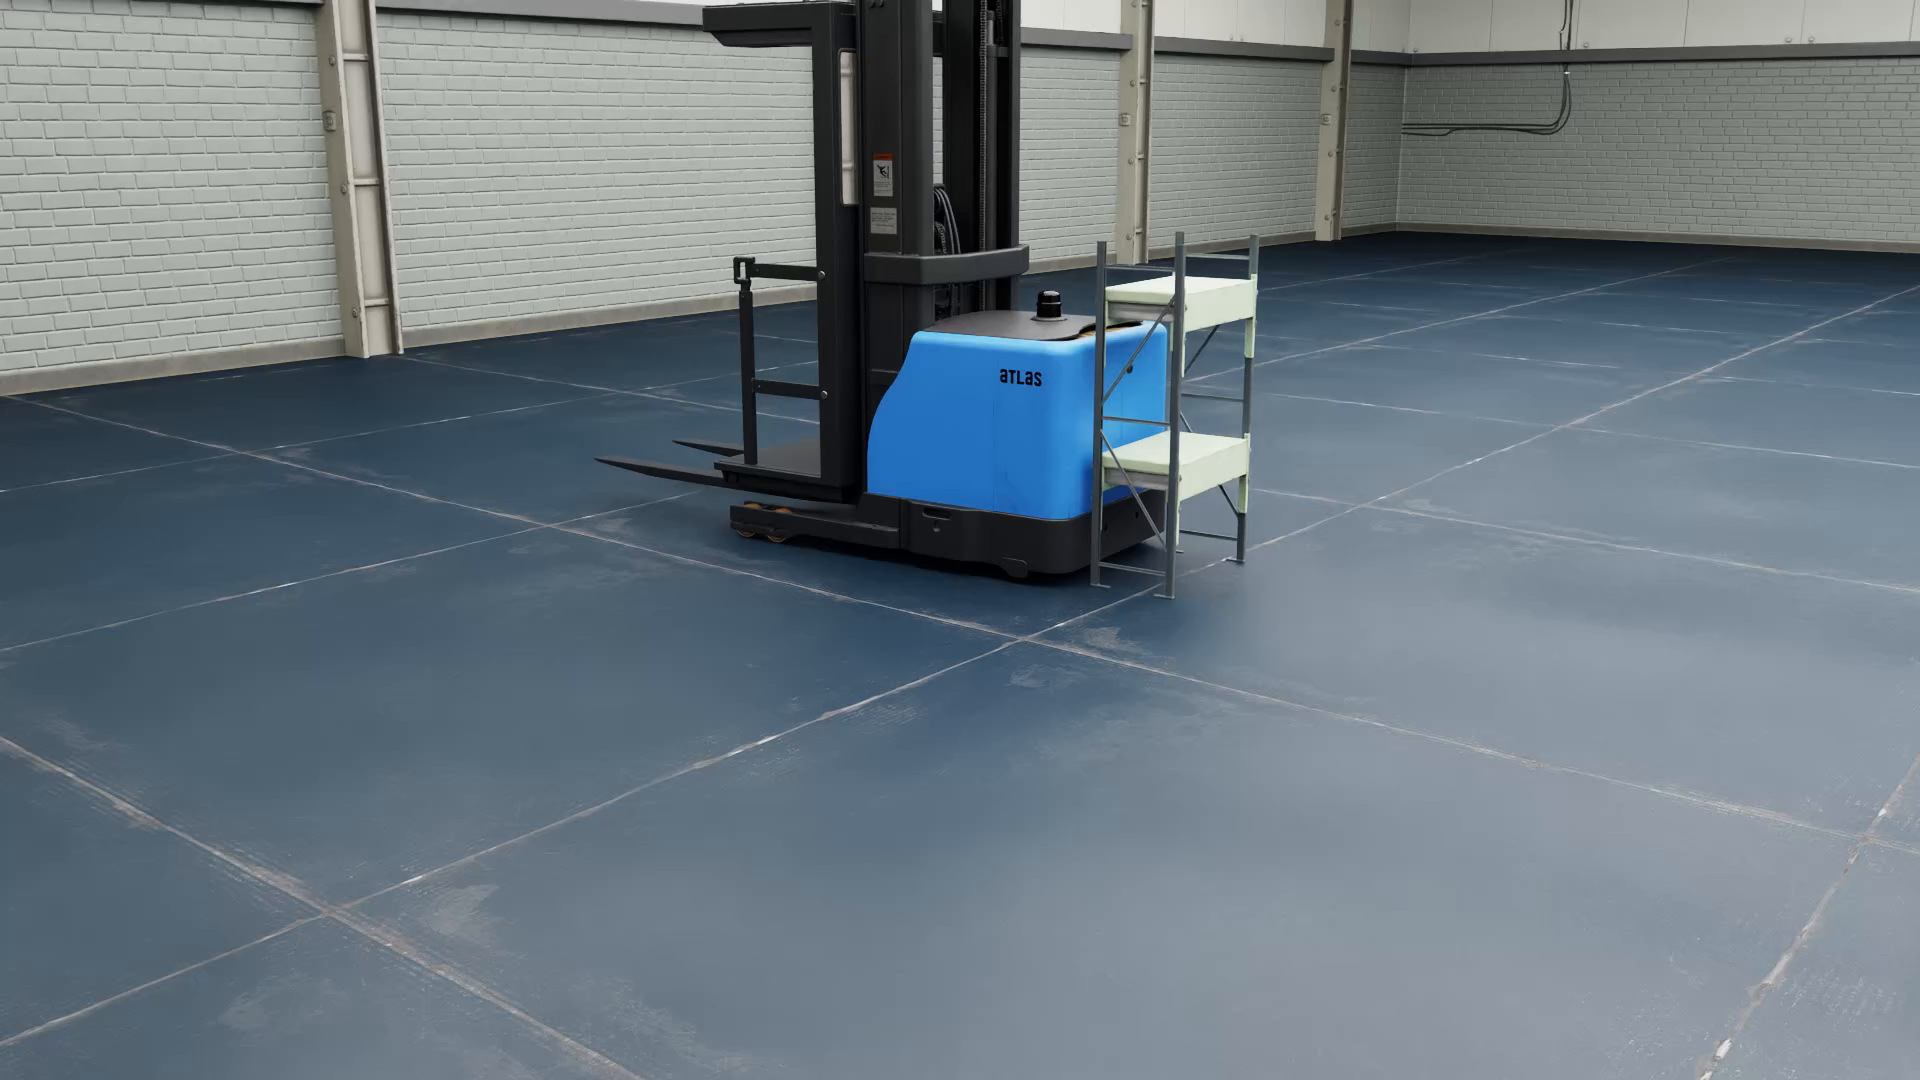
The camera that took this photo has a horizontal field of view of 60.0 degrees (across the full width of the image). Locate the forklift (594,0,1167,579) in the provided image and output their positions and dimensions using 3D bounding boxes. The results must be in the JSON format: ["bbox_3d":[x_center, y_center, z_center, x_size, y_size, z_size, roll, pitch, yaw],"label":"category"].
[{"bbox_3d":[-0.525,-1.506,8.100,3.031,2.935,1.130,9,17,32],"label":"forklift"}]

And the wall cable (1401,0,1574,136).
[{"bbox_3d":[9.082,-8.286,28.771,3.097,2.526,0.112,11,18,38],"label":"wall cable"}]

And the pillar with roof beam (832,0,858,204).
[{"bbox_3d":[2.008,-6.467,15.305,9.100,9.000,0.400,11,18,38],"label":"pillar with roof beam"}]

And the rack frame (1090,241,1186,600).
[{"bbox_3d":[0.747,-0.499,7.043,0.400,1.500,0.023,9,17,32],"label":"rack frame"}]

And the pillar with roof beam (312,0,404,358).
[{"bbox_3d":[-1.763,-5.318,10.781,9.100,9.000,0.400,11,18,38],"label":"pillar with roof beam"}]

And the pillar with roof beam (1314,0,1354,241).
[{"bbox_3d":[9.550,-8.765,24.351,9.100,9.000,0.400,11,18,38],"label":"pillar with roof beam"}]

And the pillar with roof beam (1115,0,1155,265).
[{"bbox_3d":[5.779,-7.616,19.828,9.100,9.000,0.400,11,18,38],"label":"pillar with roof beam"}]

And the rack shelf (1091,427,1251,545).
[{"bbox_3d":[0.949,-0.259,7.419,0.431,0.370,0.720,9,17,32],"label":"rack shelf"}]

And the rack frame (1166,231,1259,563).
[{"bbox_3d":[1.151,-0.650,7.634,0.400,1.500,0.023,9,17,32],"label":"rack frame"}]

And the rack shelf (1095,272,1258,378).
[{"bbox_3d":[0.949,-0.953,7.242,0.431,0.370,0.720,9,17,32],"label":"rack shelf"}]

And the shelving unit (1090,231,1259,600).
[{"bbox_3d":[0.949,-0.574,7.338,0.431,1.500,0.755,9,17,32],"label":"shelving unit"}]
